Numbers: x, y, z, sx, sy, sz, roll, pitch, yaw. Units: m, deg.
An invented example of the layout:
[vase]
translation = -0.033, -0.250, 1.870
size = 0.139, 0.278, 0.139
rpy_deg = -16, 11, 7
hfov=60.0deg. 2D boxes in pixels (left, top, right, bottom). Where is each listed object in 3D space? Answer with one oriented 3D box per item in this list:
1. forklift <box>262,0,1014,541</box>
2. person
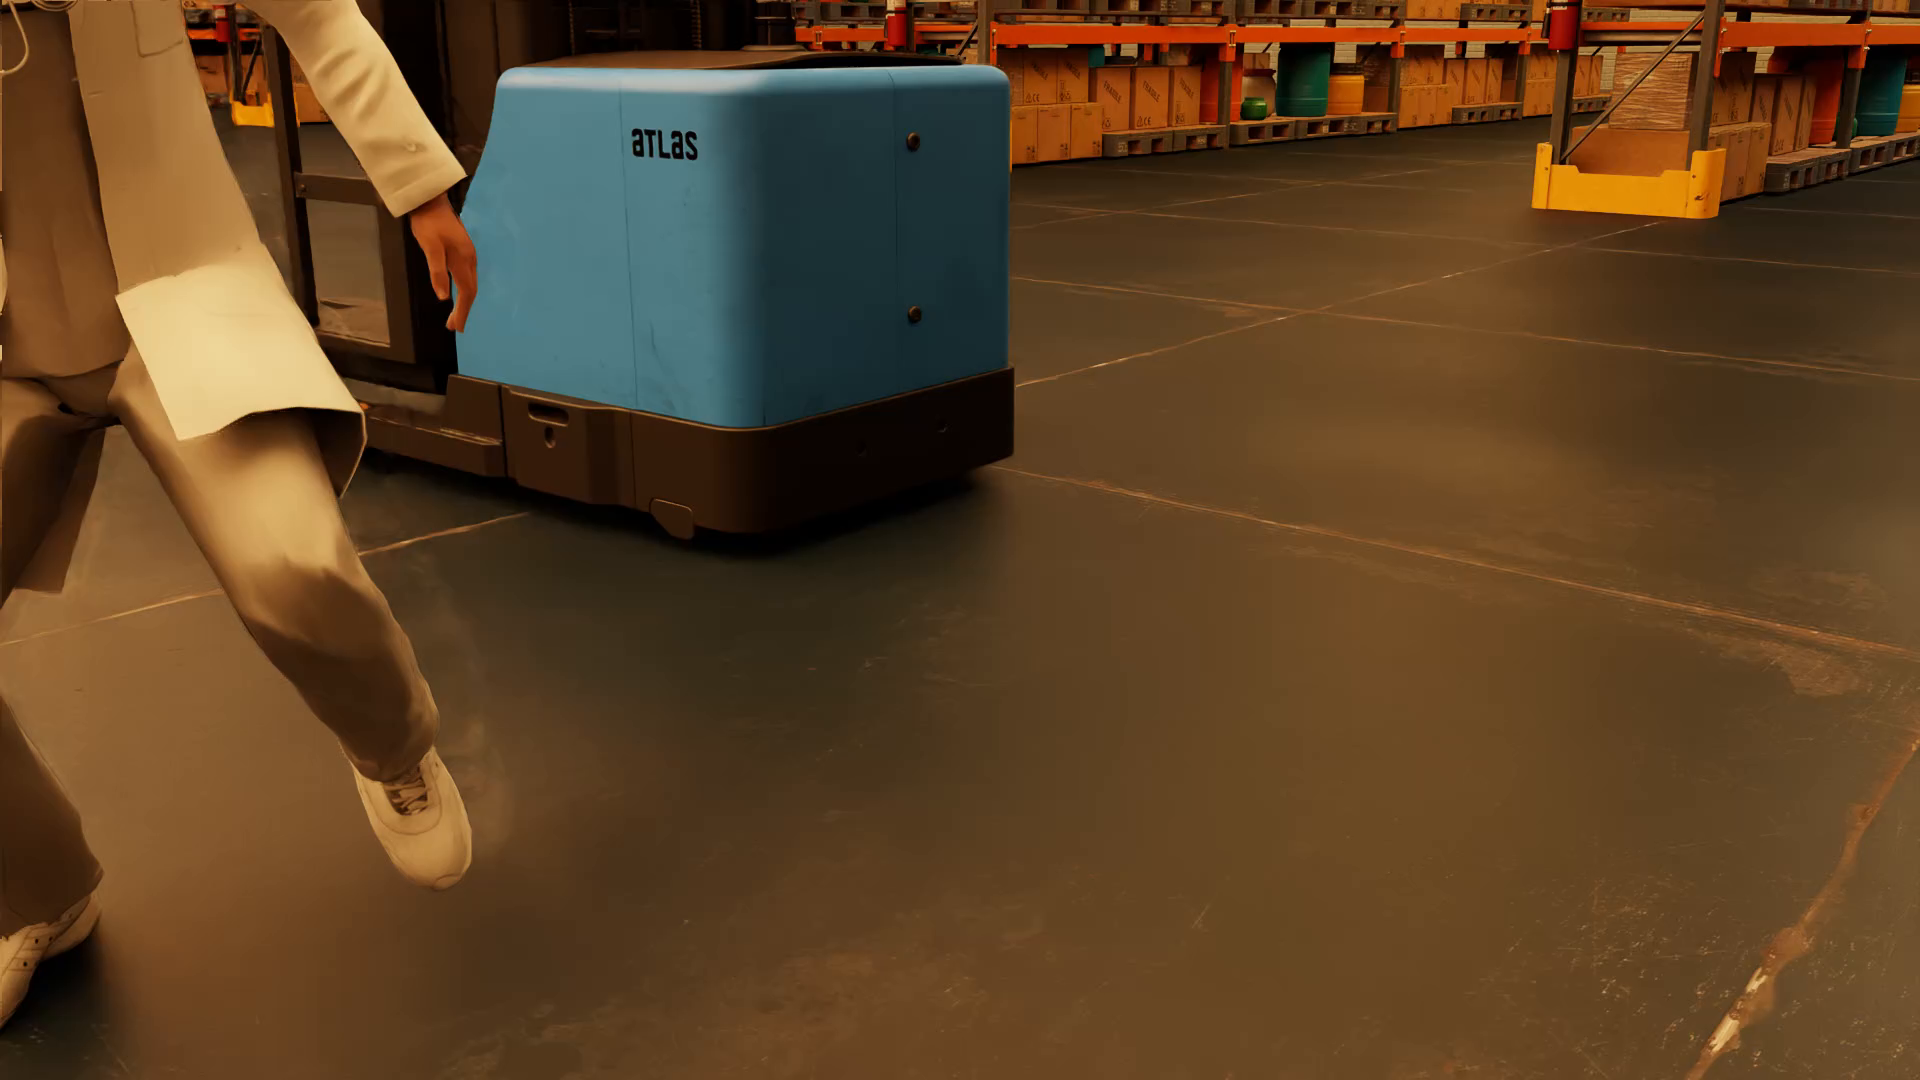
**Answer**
[forklift]
translation = -1.324, -1.728, 4.588
size = 3.031, 2.935, 1.130
rpy_deg = 13, 21, 37
[person]
translation = -1.020, -0.240, 1.936
size = 0.922, 1.669, 0.593
rpy_deg = -6, 18, -20
